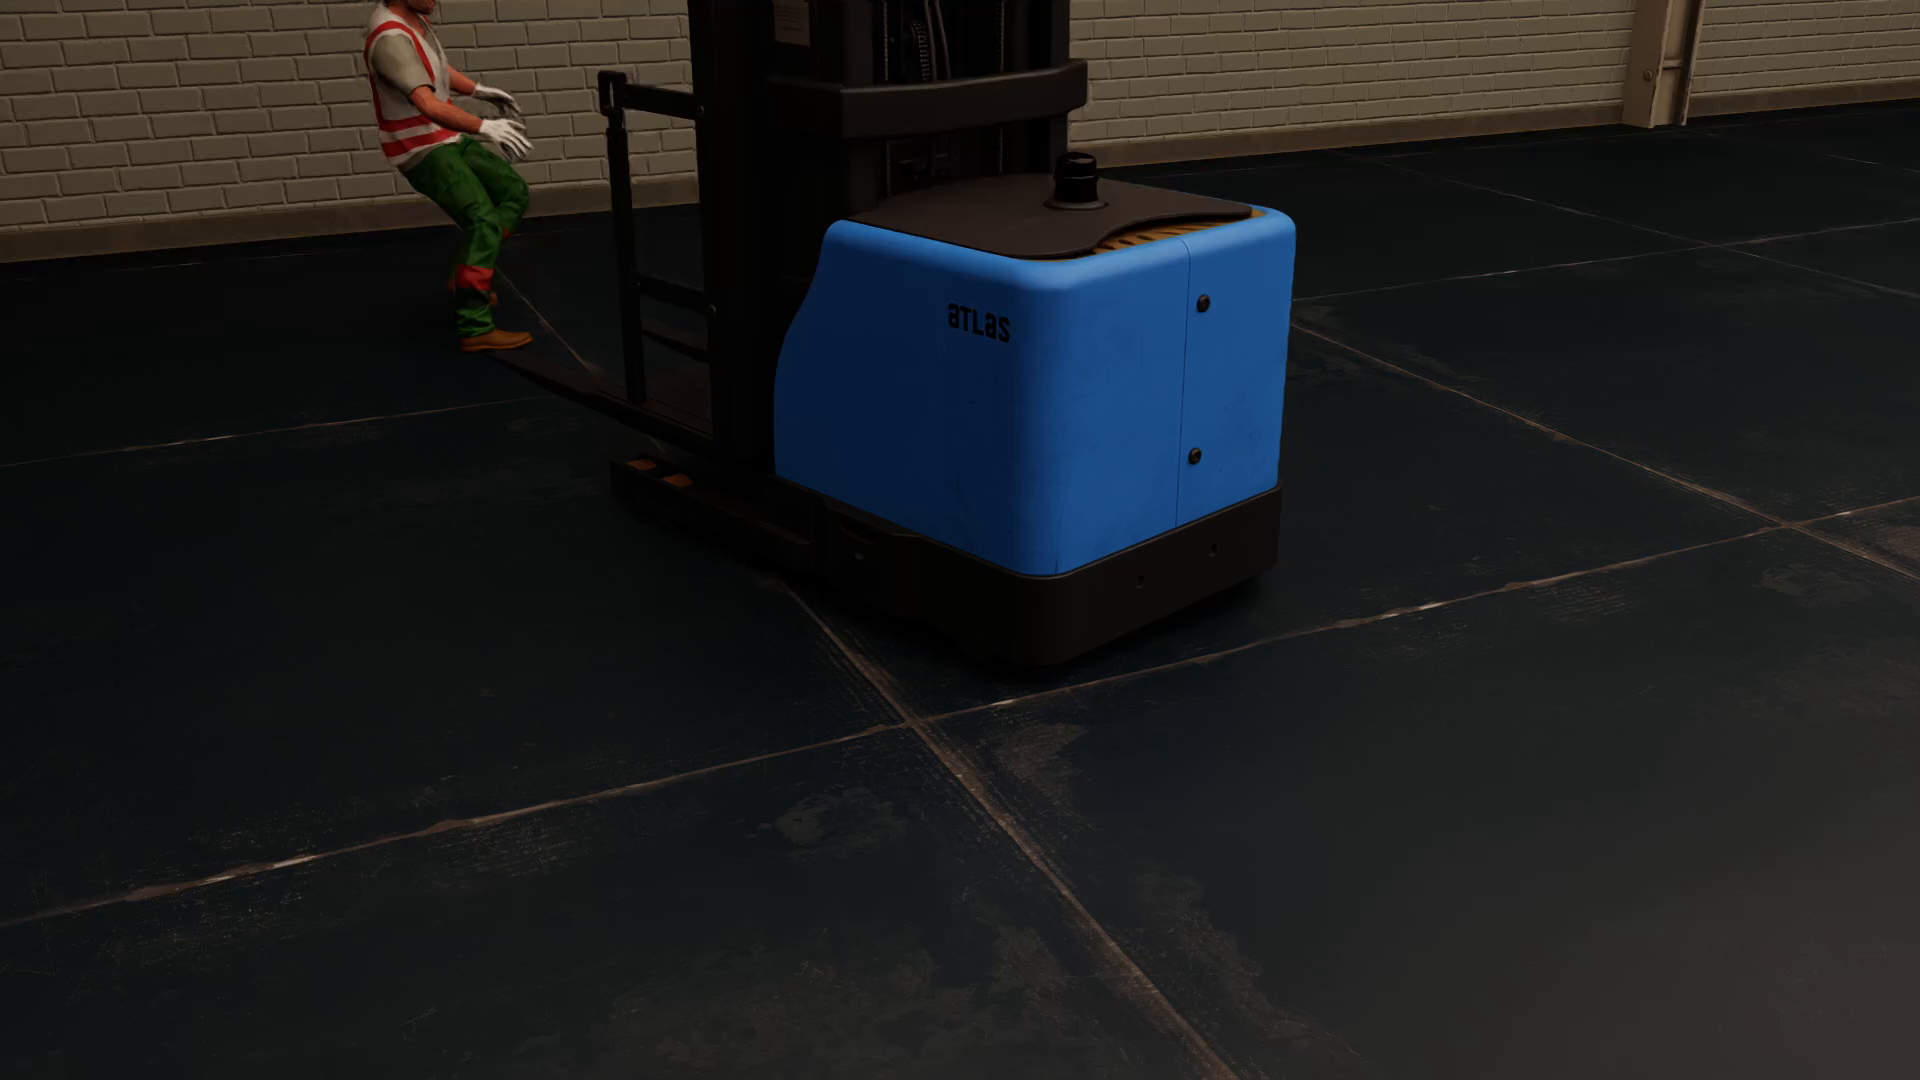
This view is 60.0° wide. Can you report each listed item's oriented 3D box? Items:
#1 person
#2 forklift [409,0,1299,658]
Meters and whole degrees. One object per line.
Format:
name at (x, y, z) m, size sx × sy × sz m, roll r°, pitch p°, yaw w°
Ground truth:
person at (-2.018, -1.692, 7.165) m, size 0.761 × 1.551 × 1.045 m, roll 3°, pitch 23°, yaw 7°
forklift at (-0.544, -1.482, 4.854) m, size 3.031 × 2.935 × 1.130 m, roll 16°, pitch 27°, yaw 33°
